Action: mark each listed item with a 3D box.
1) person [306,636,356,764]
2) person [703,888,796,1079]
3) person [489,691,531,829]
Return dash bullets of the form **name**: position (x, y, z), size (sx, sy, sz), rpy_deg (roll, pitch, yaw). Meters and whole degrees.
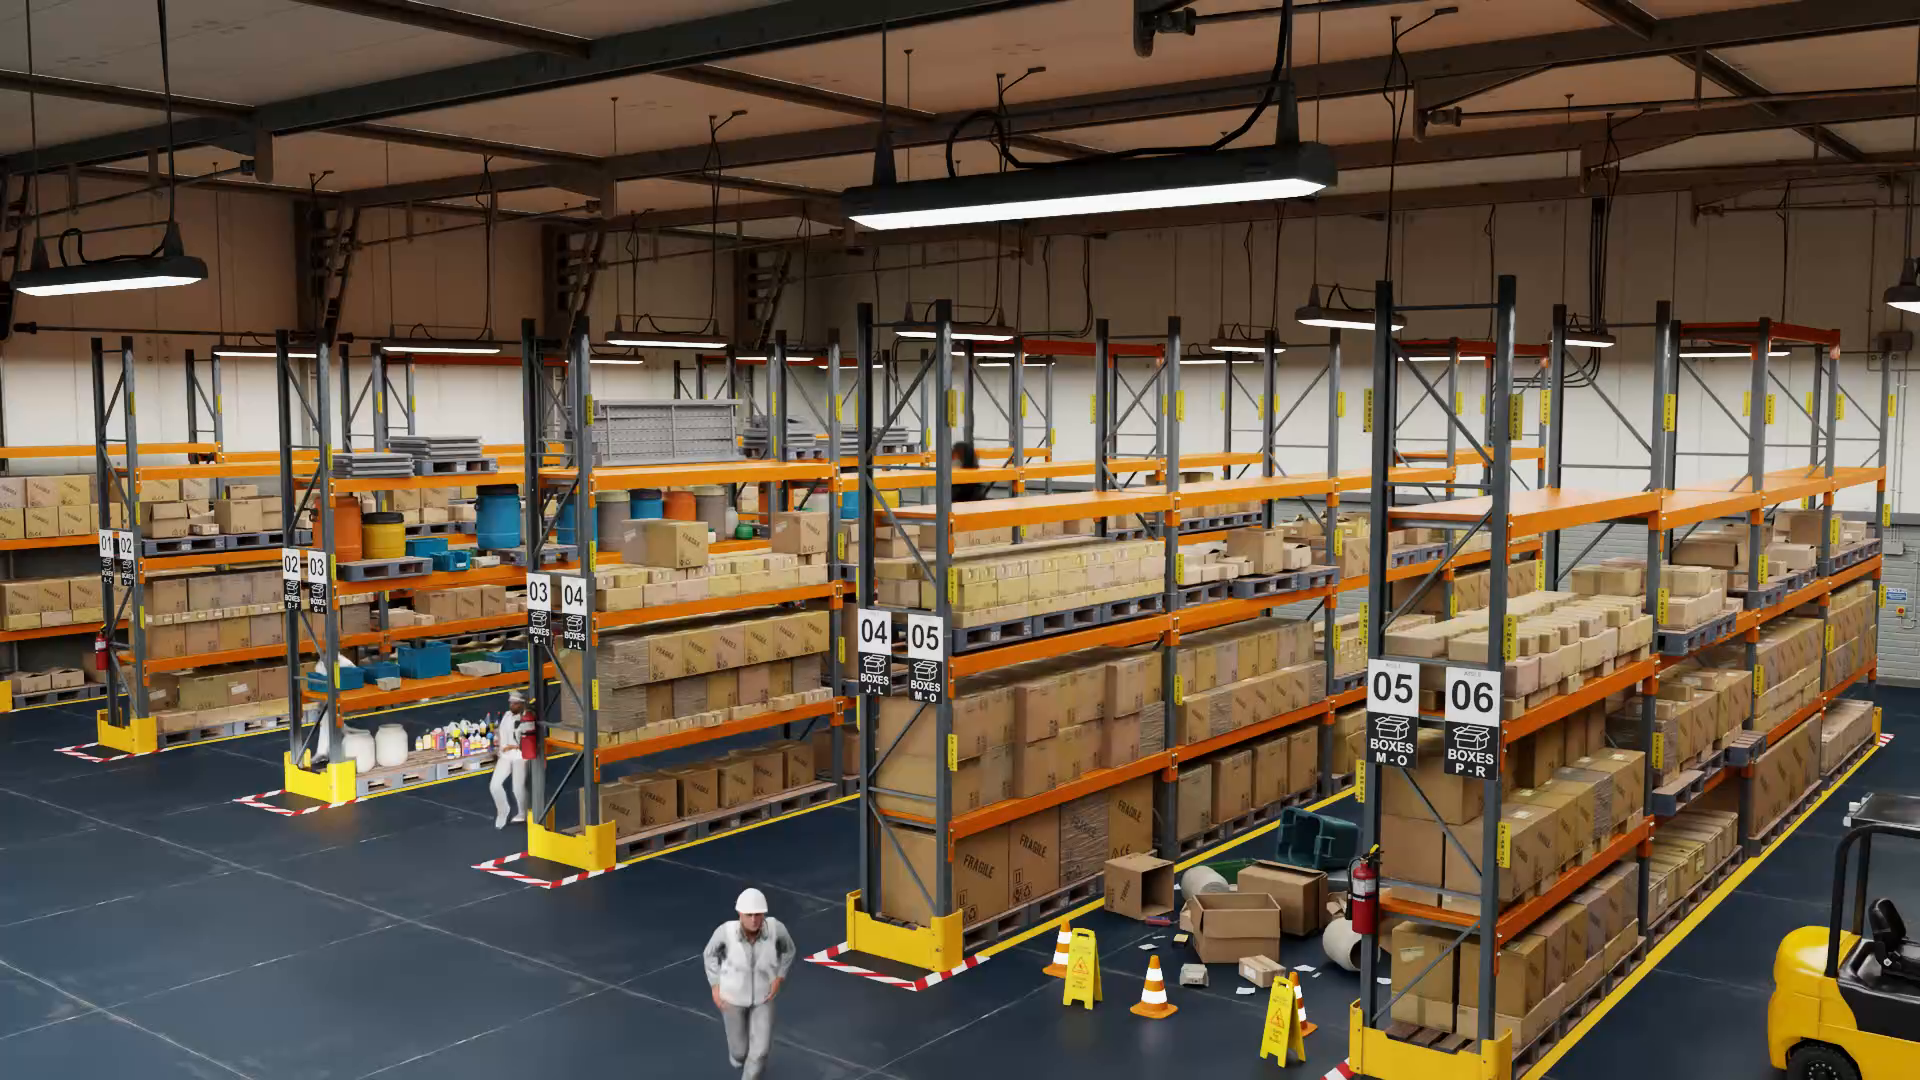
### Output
- **person**: position (-8.893, 2.215, 23.530), size (0.667, 1.760, 0.983), rpy_deg (3, 6, 33)
- **person**: position (-1.526, 3.290, 12.040), size (0.658, 1.719, 0.889), rpy_deg (-2, 5, -17)
- **person**: position (-5.311, 2.621, 19.882), size (0.551, 1.695, 0.686), rpy_deg (2, 5, 19)
